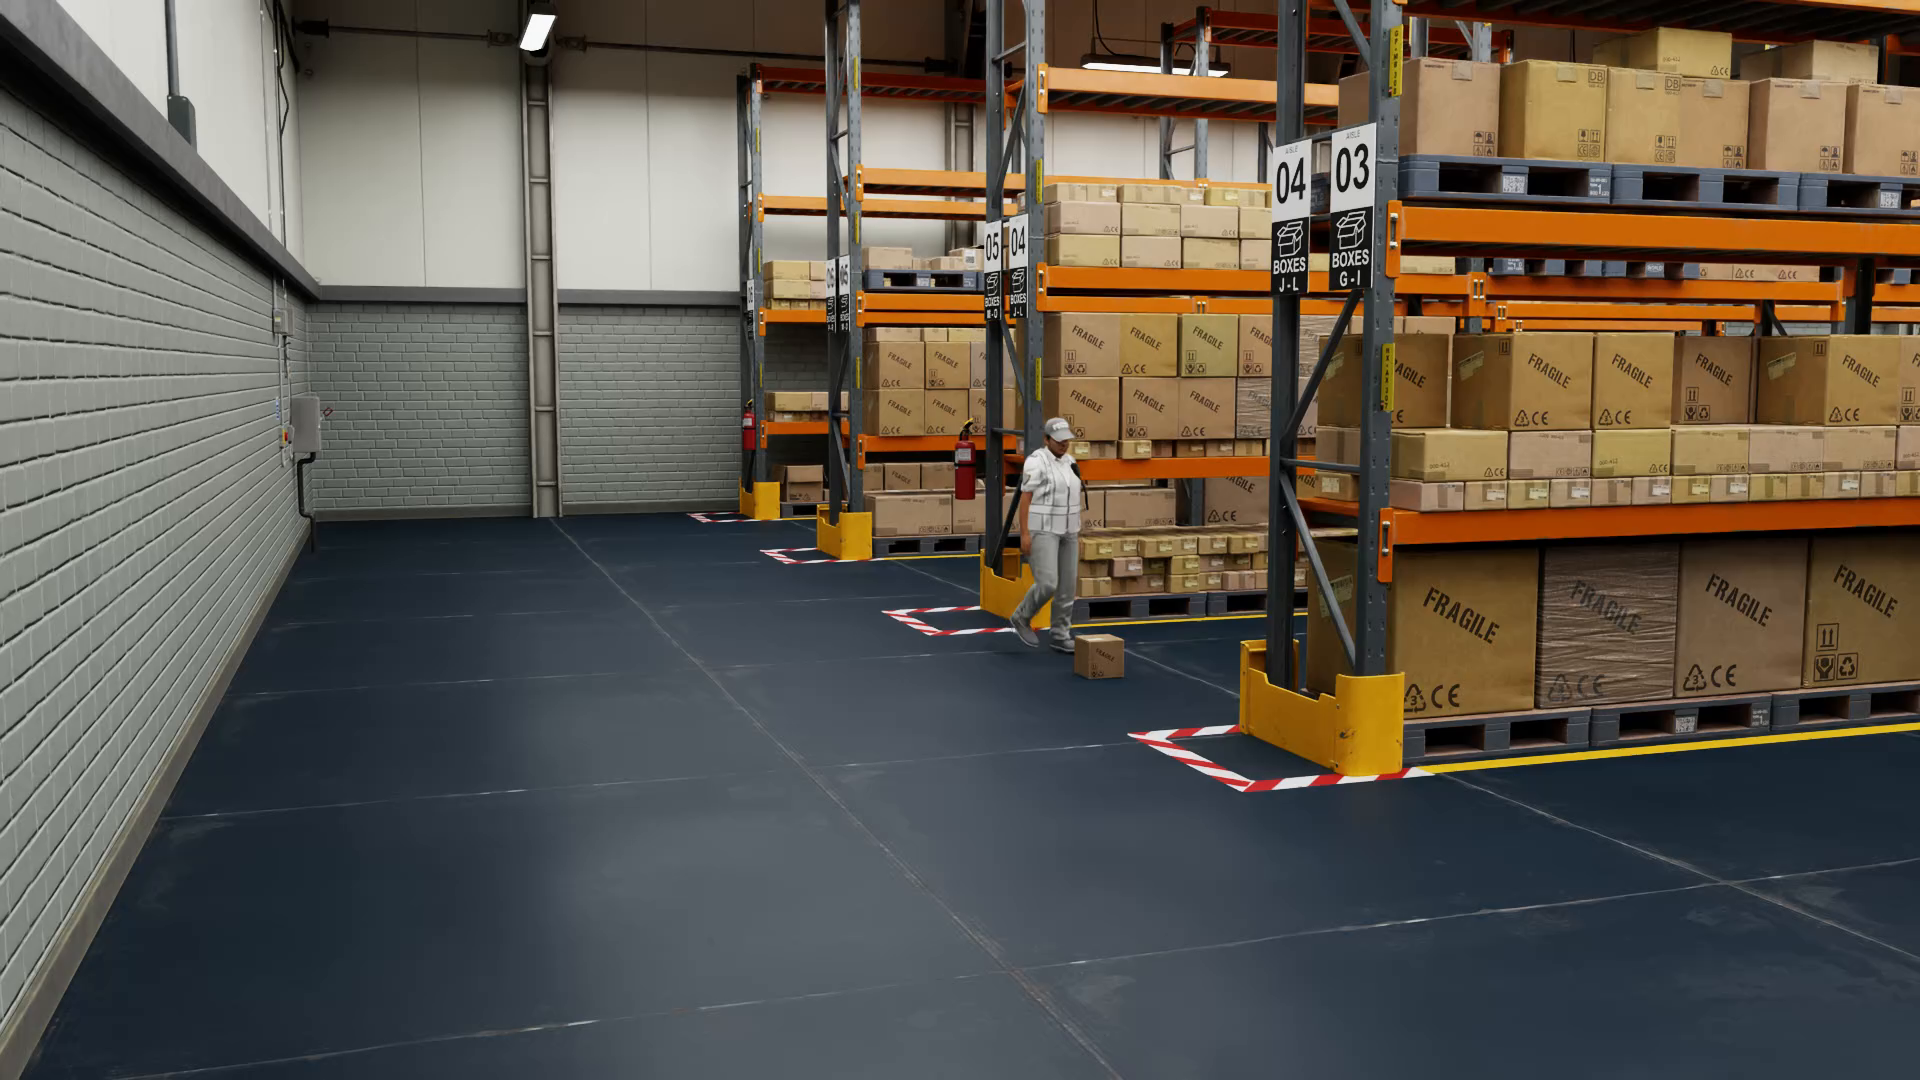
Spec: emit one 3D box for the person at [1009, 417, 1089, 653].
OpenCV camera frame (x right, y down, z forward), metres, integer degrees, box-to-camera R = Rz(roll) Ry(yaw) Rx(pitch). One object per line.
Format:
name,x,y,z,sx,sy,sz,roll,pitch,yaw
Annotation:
person,0.649,-0.031,11.681,0.548,1.661,0.479,-5,8,-39
